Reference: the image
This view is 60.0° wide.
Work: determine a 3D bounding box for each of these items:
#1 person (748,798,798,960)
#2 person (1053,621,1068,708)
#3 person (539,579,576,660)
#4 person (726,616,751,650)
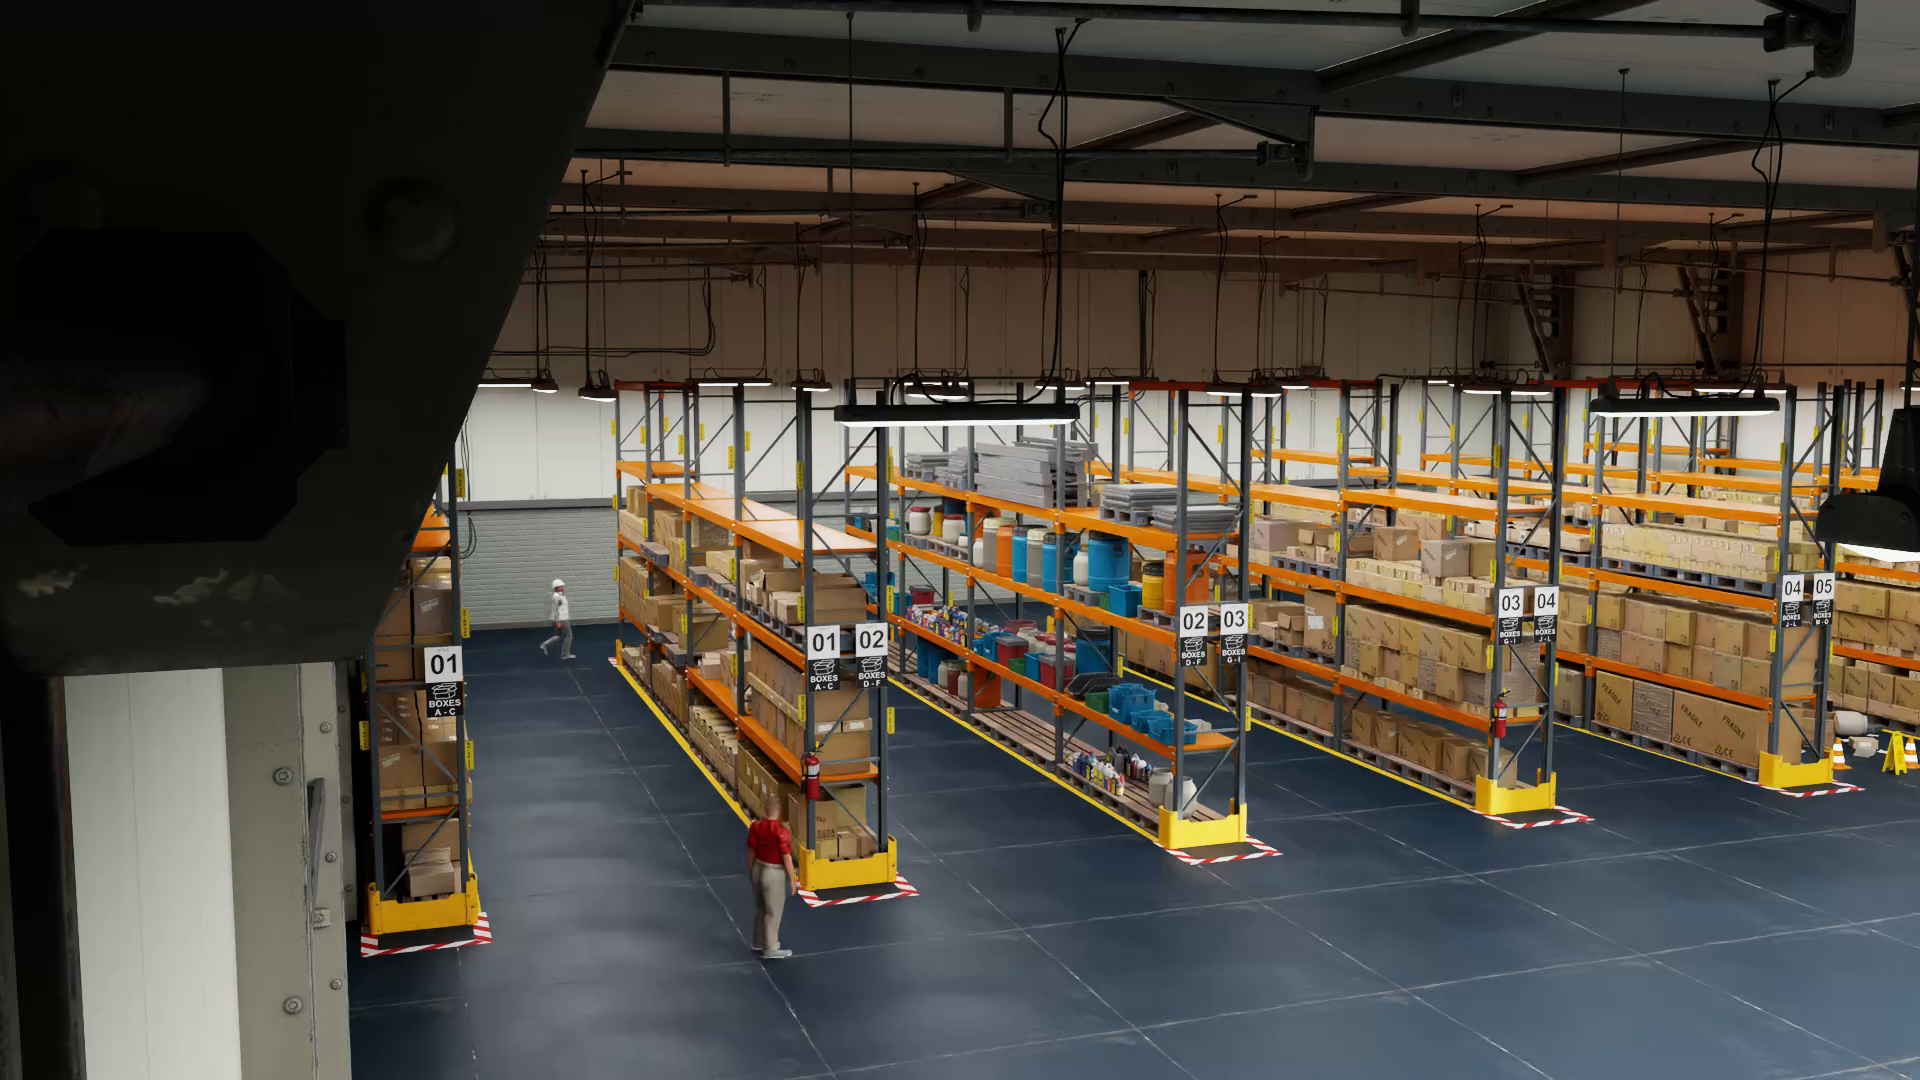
[{"bbox_3d":[-1.999,3.607,17.783,0.410,1.734,0.601,-5,8,-39],"label":"person"},{"bbox_3d":[1.828,2.282,30.695,0.379,1.612,0.523,-4,7,-34],"label":"person"},{"bbox_3d":[-8.621,1.697,35.560,0.741,1.739,0.573,-4,7,-35],"label":"person"},{"bbox_3d":[-4.475,1.891,33.806,0.549,1.739,0.999,-3,7,-23],"label":"person"}]
